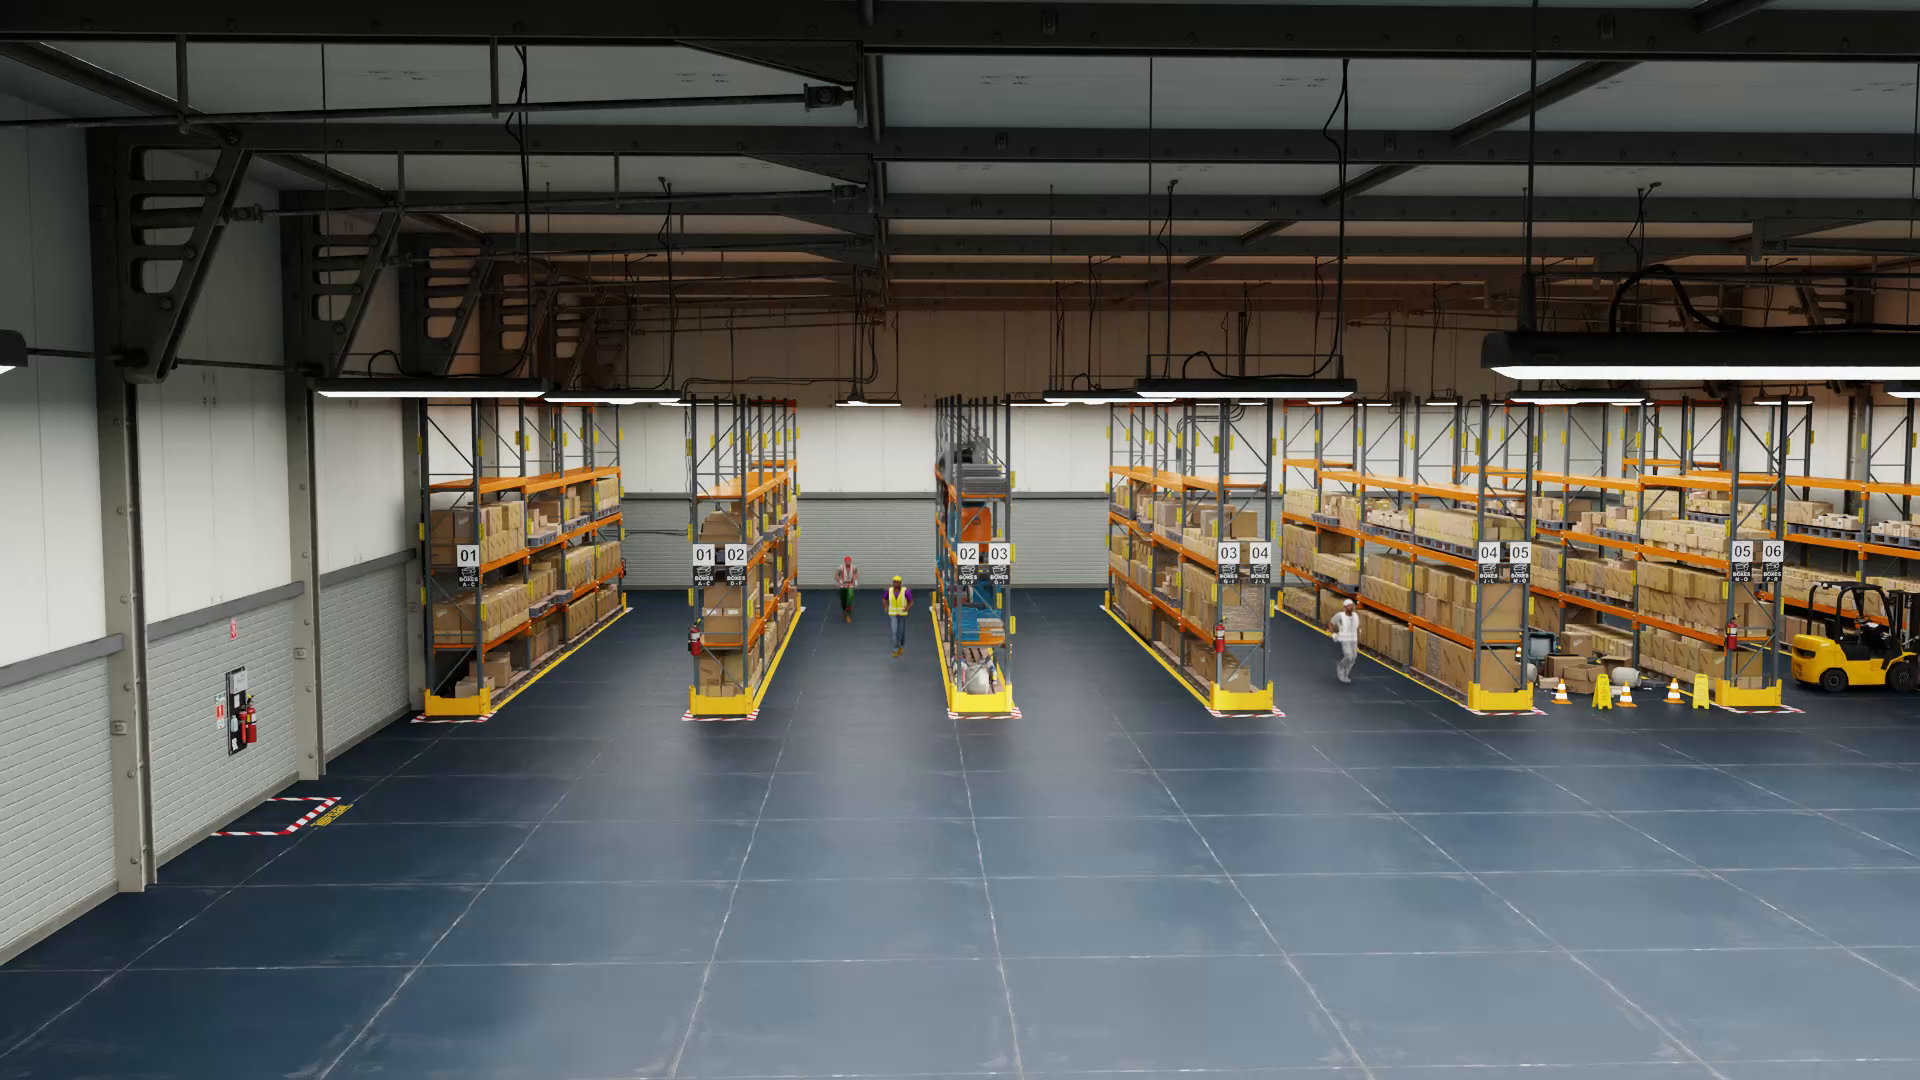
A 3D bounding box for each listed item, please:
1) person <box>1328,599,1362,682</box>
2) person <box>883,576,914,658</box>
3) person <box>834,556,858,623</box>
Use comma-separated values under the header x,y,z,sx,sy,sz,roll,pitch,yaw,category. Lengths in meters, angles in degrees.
x,y,z,sx,sy,sz,roll,pitch,yaw,category
8.113,2.107,34.666,0.668,1.738,0.634,-2,5,-21,person
-1.364,1.673,36.685,0.708,1.795,0.859,0,4,1,person
-3.075,1.304,45.005,0.659,1.771,1.138,-1,5,-8,person
